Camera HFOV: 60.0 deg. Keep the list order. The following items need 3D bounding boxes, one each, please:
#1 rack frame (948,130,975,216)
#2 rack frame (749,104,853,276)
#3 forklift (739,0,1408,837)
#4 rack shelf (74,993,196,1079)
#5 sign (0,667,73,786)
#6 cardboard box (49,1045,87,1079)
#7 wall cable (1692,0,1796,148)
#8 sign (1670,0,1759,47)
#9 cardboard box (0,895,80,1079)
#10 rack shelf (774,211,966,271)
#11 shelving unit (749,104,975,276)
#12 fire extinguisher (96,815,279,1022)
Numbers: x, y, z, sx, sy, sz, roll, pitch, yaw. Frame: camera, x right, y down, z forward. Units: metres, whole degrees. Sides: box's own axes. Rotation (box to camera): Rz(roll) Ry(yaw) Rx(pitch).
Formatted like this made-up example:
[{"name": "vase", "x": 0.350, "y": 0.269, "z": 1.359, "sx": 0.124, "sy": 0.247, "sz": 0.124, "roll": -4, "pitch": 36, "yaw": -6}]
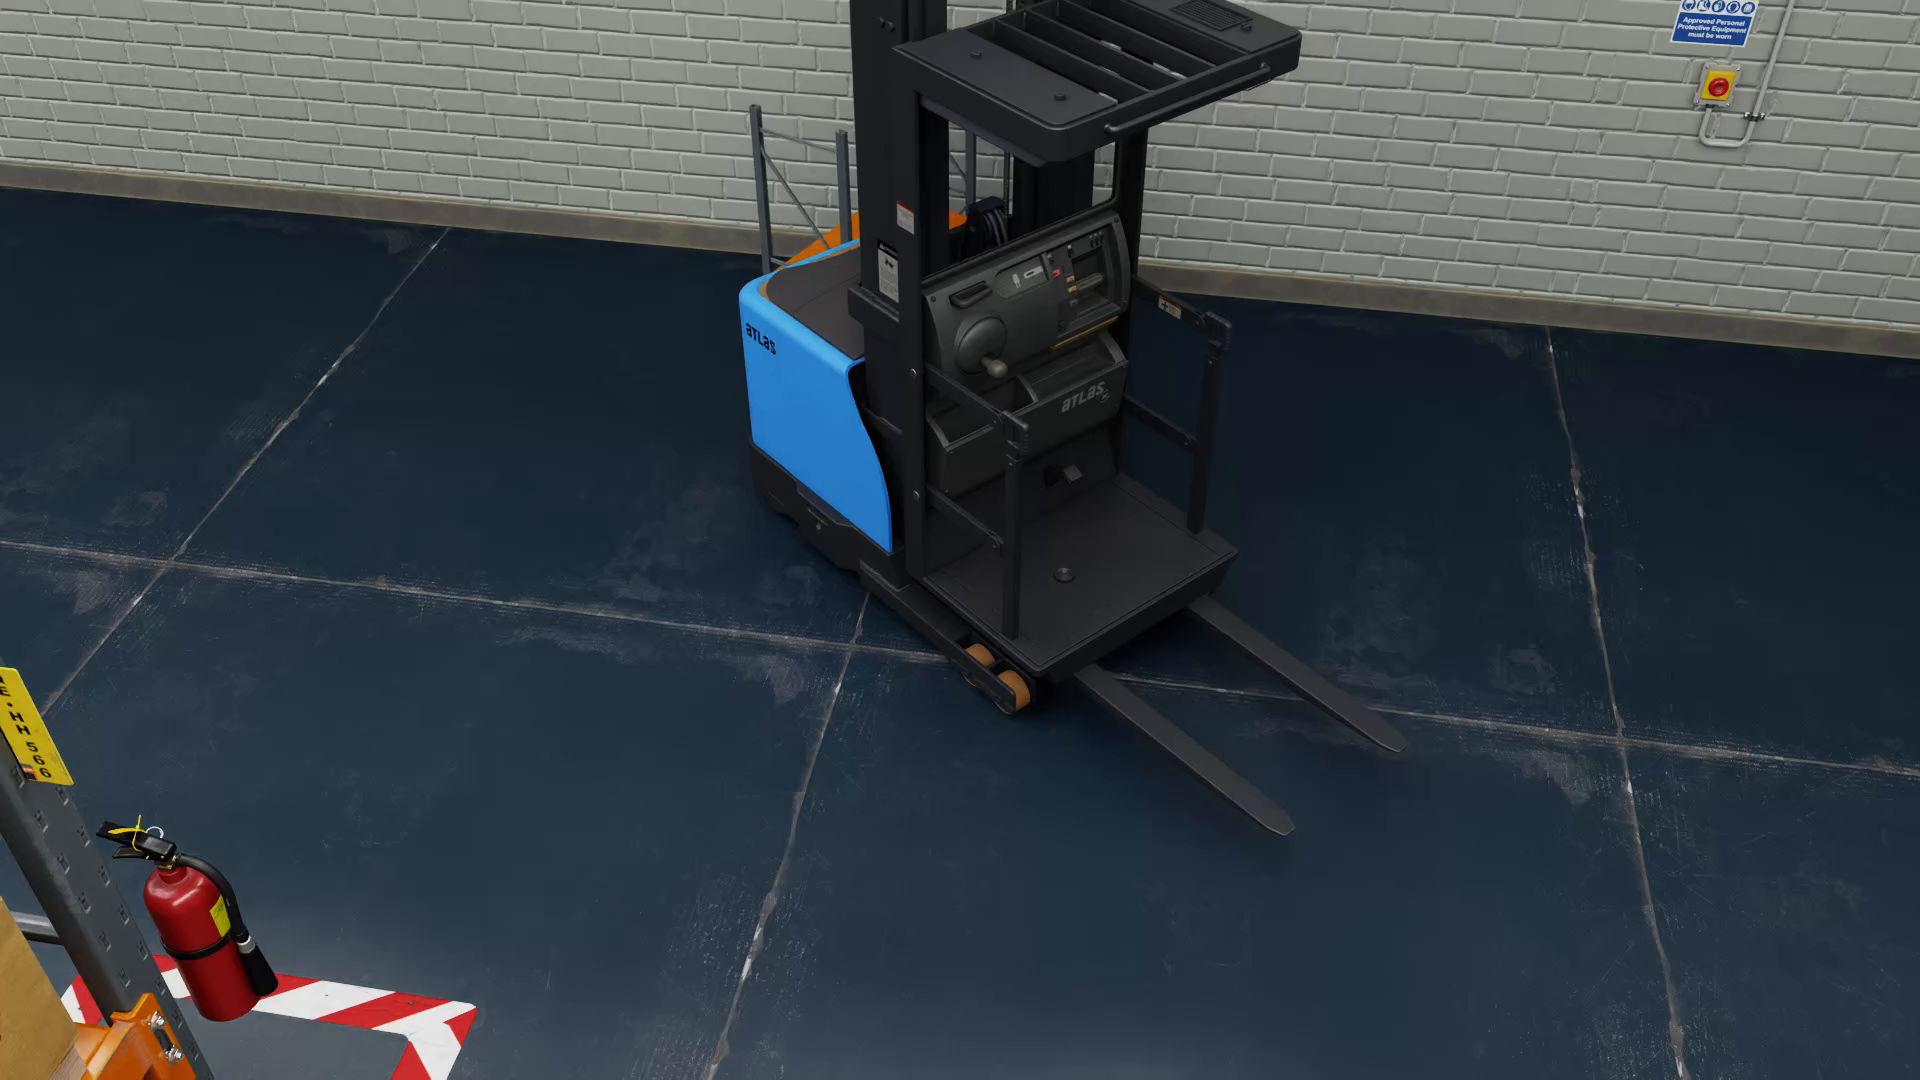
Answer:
[{"name": "rack frame", "x": -0.145, "y": -1.759, "z": 8.200, "sx": 0.500, "sy": 1.500, "sz": 0.032, "roll": 22, "pitch": 44, "yaw": 24}, {"name": "rack frame", "x": -0.690, "y": -1.212, "z": 7.539, "sx": 0.500, "sy": 1.500, "sz": 0.032, "roll": 22, "pitch": 44, "yaw": 24}, {"name": "forklift", "x": 0.398, "y": -0.824, "z": 5.946, "sx": 1.130, "sy": 2.935, "sz": 3.031, "roll": -28, "pitch": 47, "yaw": -29}, {"name": "rack shelf", "x": -2.746, "y": 2.395, "z": 2.563, "sx": 1.077, "sy": 0.370, "sz": 4.000, "roll": 6, "pitch": 40, "yaw": 8}, {"name": "sign", "x": -1.856, "y": 0.369, "z": 3.293, "sx": 0.100, "sy": 0.325, "sz": 0.005, "roll": 6, "pitch": 40, "yaw": 8}, {"name": "cardboard box", "x": -2.178, "y": 1.196, "z": 3.647, "sx": 0.380, "sy": 0.149, "sz": 0.250, "roll": 6, "pitch": 40, "yaw": 8}, {"name": "wall cable", "x": 3.446, "y": -2.600, "z": 7.218, "sx": 0.585, "sy": 1.953, "sz": 0.123, "roll": 6, "pitch": 40, "yaw": 8}, {"name": "sign", "x": 3.409, "y": -2.344, "z": 7.519, "sx": 0.327, "sy": 0.218, "sz": 0.001, "roll": 6, "pitch": 40, "yaw": 8}, {"name": "cardboard box", "x": -2.224, "y": 1.020, "z": 3.350, "sx": 0.500, "sy": 0.500, "sz": 0.500, "roll": 7, "pitch": 40, "yaw": 9}, {"name": "rack shelf", "x": -0.418, "y": -1.347, "z": 7.984, "sx": 0.538, "sy": 0.185, "sz": 1.000, "roll": 22, "pitch": 44, "yaw": 24}, {"name": "shelving unit", "x": -0.413, "y": -1.490, "z": 7.875, "sx": 0.587, "sy": 1.500, "sz": 1.083, "roll": 22, "pitch": 44, "yaw": 24}, {"name": "fire extinguisher", "x": -1.901, "y": 0.929, "z": 4.125, "sx": 0.296, "sy": 0.674, "sz": 0.183, "roll": 6, "pitch": 40, "yaw": 8}]
